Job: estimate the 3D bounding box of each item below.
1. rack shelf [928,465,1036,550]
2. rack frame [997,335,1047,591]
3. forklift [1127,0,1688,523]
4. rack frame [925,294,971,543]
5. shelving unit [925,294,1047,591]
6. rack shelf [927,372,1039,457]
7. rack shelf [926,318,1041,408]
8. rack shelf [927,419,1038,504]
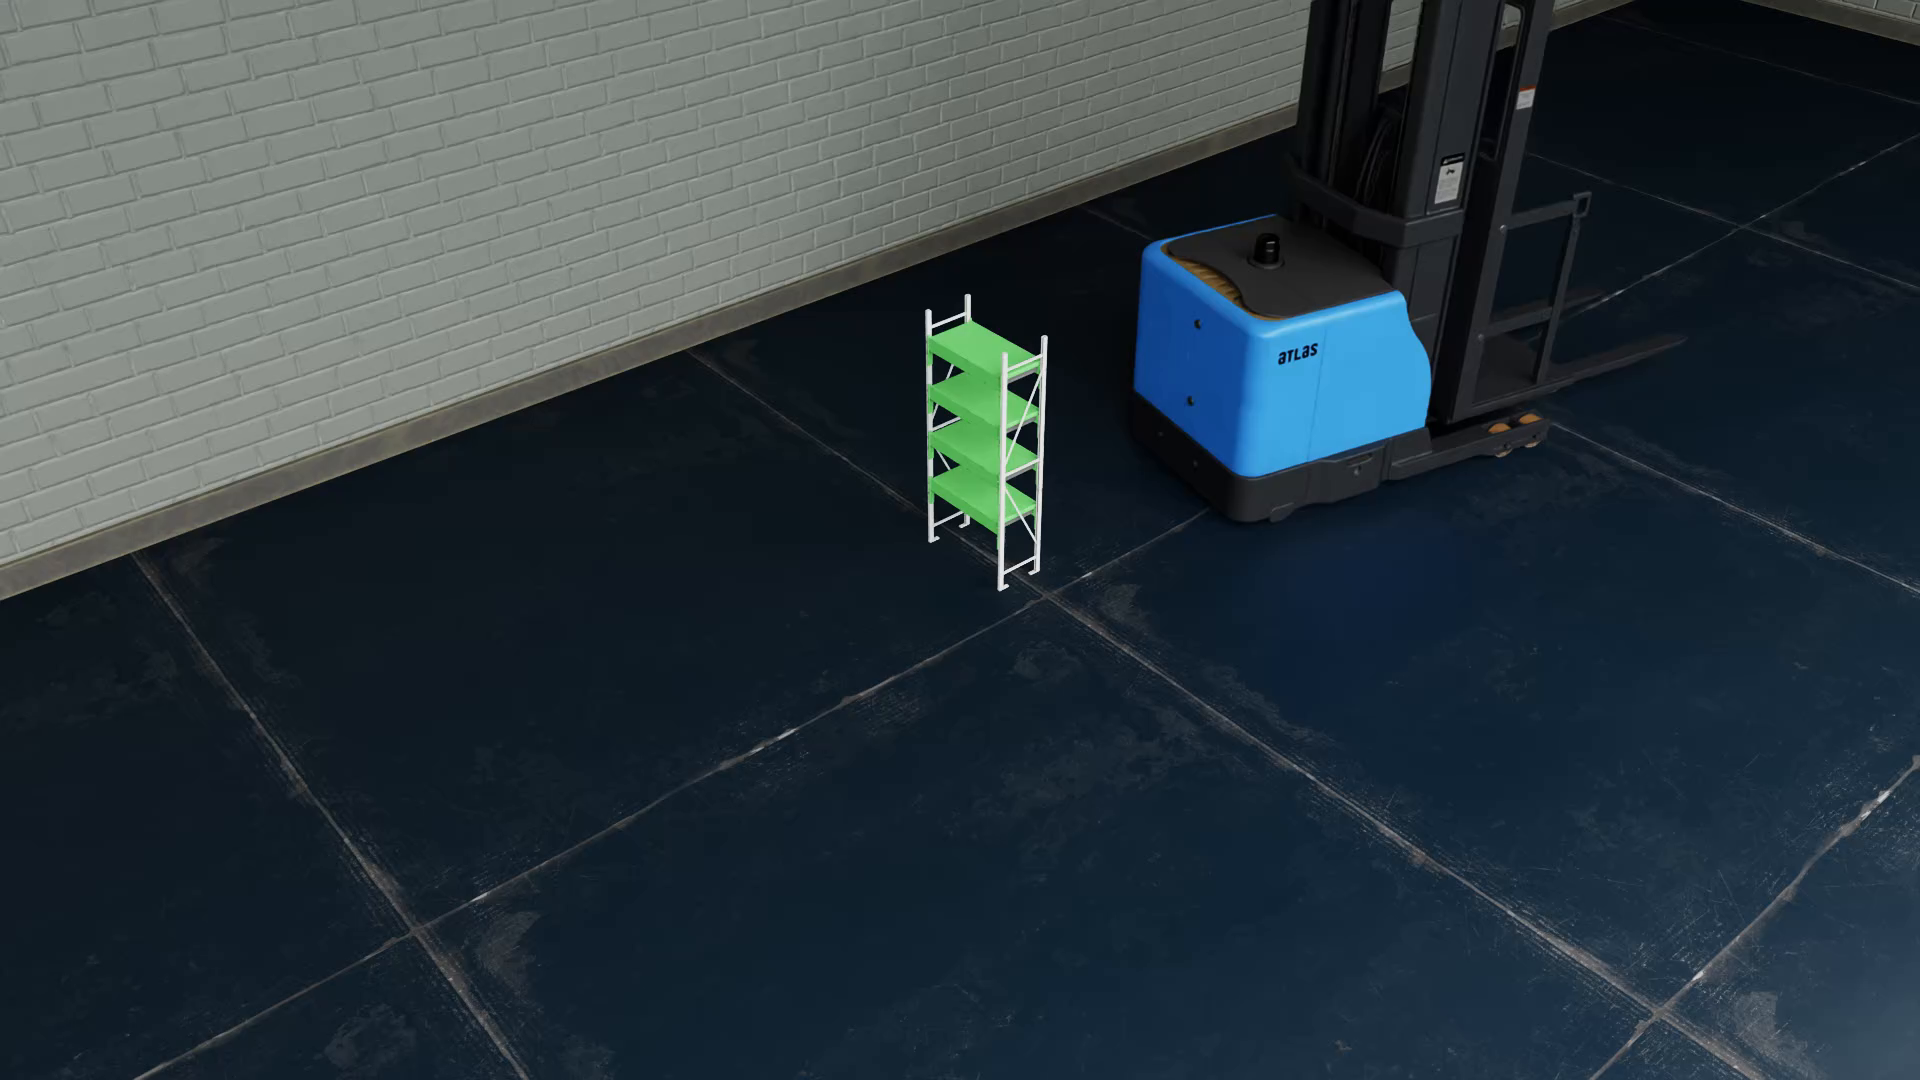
[{"bbox_3d":[0.107,-0.169,7.476,0.258,0.148,0.480,-26,43,-32],"label":"rack shelf"},{"bbox_3d":[0.264,-0.309,7.148,0.240,1.200,0.015,-26,43,-32],"label":"rack frame"},{"bbox_3d":[2.398,-1.867,7.850,3.031,2.935,1.130,-17,39,-22],"label":"forklift"},{"bbox_3d":[-0.051,-0.524,7.452,0.240,1.200,0.015,-26,43,-32],"label":"rack frame"},{"bbox_3d":[0.107,-0.417,7.300,0.258,1.200,0.503,-26,43,-32],"label":"shelving unit"},{"bbox_3d":[0.107,-0.560,7.198,0.258,0.148,0.480,-26,43,-32],"label":"rack shelf"},{"bbox_3d":[0.107,-0.756,7.060,0.258,0.148,0.480,-26,43,-32],"label":"rack shelf"},{"bbox_3d":[0.107,-0.364,7.337,0.258,0.148,0.480,-26,43,-32],"label":"rack shelf"}]
